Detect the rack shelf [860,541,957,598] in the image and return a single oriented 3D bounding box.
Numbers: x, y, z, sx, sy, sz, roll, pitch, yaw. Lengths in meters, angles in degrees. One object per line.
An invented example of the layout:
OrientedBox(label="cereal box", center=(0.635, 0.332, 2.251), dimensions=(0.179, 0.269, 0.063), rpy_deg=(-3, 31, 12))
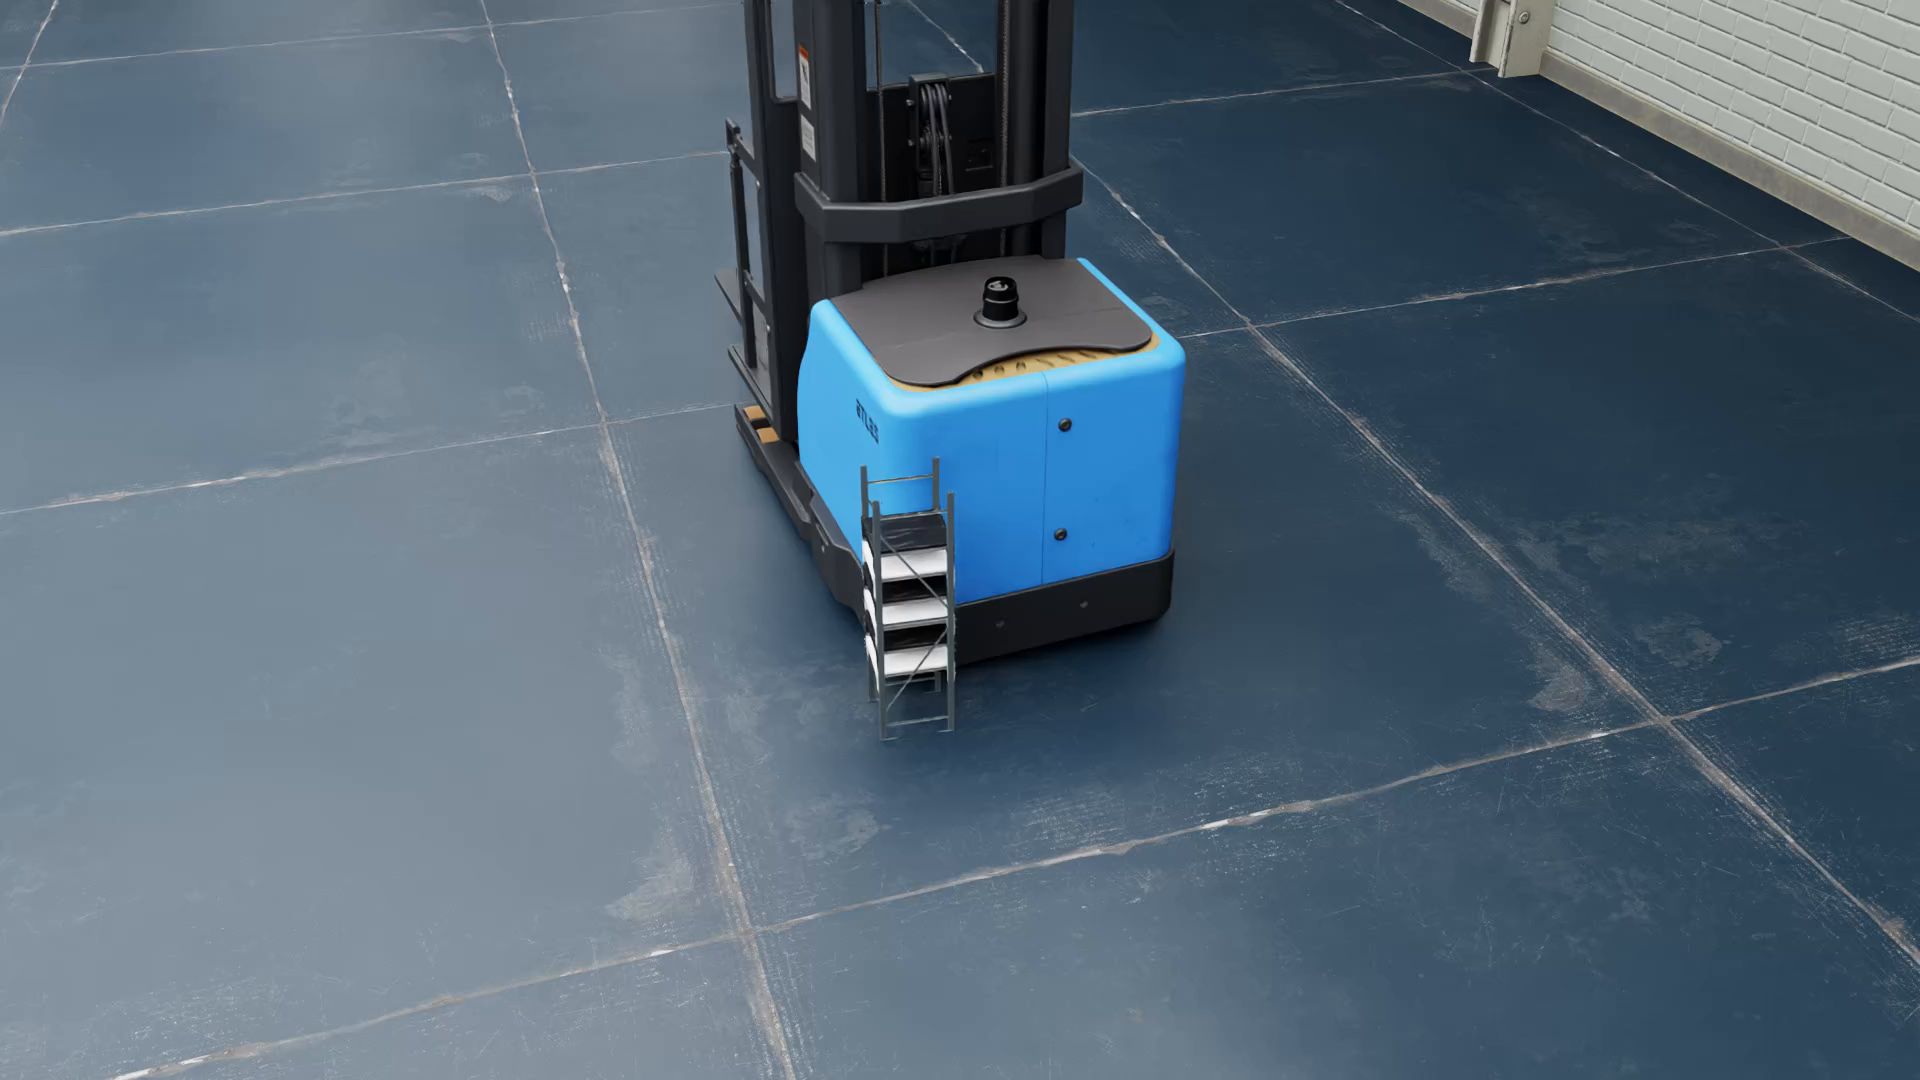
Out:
OrientedBox(label="rack shelf", center=(-0.158, 0.073, 5.057), dimensions=(0.258, 0.077, 0.200), rpy_deg=(-7, 34, -11))

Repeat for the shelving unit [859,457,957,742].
OrientedBox(label="shelving unit", center=(-0.158, 0.195, 5.138), dimensions=(0.258, 0.900, 0.210), rpy_deg=(-7, 34, -11))

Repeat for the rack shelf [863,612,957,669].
OrientedBox(label="rack shelf", center=(-0.158, 0.298, 5.206), dimensions=(0.258, 0.077, 0.200), rpy_deg=(-7, 34, -11))

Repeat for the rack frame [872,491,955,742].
OrientedBox(label="rack frame", center=(-0.135, 0.250, 5.055), dimensions=(0.240, 0.900, 0.006), rpy_deg=(-7, 34, -11))

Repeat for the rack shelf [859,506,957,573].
OrientedBox(label="rack shelf", center=(-0.158, -0.002, 5.007), dimensions=(0.258, 0.077, 0.200), rpy_deg=(-7, 34, -11))

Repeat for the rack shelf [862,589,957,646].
OrientedBox(label="rack shelf", center=(-0.158, 0.223, 5.156), dimensions=(0.258, 0.077, 0.200), rpy_deg=(-7, 34, -11))

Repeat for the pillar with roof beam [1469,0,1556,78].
OrientedBox(label="pillar with roof beam", center=(-0.497, -6.157, 7.406), dimensions=(9.100, 9.000, 0.400), rpy_deg=(-10, 35, -15))

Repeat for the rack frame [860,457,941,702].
OrientedBox(label="rack frame", center=(-0.180, 0.141, 5.221), dimensions=(0.240, 0.900, 0.006), rpy_deg=(-7, 34, -11))

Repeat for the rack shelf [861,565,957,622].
OrientedBox(label="rack shelf", center=(-0.158, 0.148, 5.107), dimensions=(0.258, 0.077, 0.200), rpy_deg=(-7, 34, -11))

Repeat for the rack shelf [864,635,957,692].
OrientedBox(label="rack shelf", center=(-0.158, 0.373, 5.256), dimensions=(0.258, 0.077, 0.200), rpy_deg=(-7, 34, -11))

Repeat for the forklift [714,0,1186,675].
OrientedBox(label="forklift", center=(-0.278, -1.585, 5.991), dimensions=(1.130, 2.935, 3.031), rpy_deg=(-12, 35, -18))
